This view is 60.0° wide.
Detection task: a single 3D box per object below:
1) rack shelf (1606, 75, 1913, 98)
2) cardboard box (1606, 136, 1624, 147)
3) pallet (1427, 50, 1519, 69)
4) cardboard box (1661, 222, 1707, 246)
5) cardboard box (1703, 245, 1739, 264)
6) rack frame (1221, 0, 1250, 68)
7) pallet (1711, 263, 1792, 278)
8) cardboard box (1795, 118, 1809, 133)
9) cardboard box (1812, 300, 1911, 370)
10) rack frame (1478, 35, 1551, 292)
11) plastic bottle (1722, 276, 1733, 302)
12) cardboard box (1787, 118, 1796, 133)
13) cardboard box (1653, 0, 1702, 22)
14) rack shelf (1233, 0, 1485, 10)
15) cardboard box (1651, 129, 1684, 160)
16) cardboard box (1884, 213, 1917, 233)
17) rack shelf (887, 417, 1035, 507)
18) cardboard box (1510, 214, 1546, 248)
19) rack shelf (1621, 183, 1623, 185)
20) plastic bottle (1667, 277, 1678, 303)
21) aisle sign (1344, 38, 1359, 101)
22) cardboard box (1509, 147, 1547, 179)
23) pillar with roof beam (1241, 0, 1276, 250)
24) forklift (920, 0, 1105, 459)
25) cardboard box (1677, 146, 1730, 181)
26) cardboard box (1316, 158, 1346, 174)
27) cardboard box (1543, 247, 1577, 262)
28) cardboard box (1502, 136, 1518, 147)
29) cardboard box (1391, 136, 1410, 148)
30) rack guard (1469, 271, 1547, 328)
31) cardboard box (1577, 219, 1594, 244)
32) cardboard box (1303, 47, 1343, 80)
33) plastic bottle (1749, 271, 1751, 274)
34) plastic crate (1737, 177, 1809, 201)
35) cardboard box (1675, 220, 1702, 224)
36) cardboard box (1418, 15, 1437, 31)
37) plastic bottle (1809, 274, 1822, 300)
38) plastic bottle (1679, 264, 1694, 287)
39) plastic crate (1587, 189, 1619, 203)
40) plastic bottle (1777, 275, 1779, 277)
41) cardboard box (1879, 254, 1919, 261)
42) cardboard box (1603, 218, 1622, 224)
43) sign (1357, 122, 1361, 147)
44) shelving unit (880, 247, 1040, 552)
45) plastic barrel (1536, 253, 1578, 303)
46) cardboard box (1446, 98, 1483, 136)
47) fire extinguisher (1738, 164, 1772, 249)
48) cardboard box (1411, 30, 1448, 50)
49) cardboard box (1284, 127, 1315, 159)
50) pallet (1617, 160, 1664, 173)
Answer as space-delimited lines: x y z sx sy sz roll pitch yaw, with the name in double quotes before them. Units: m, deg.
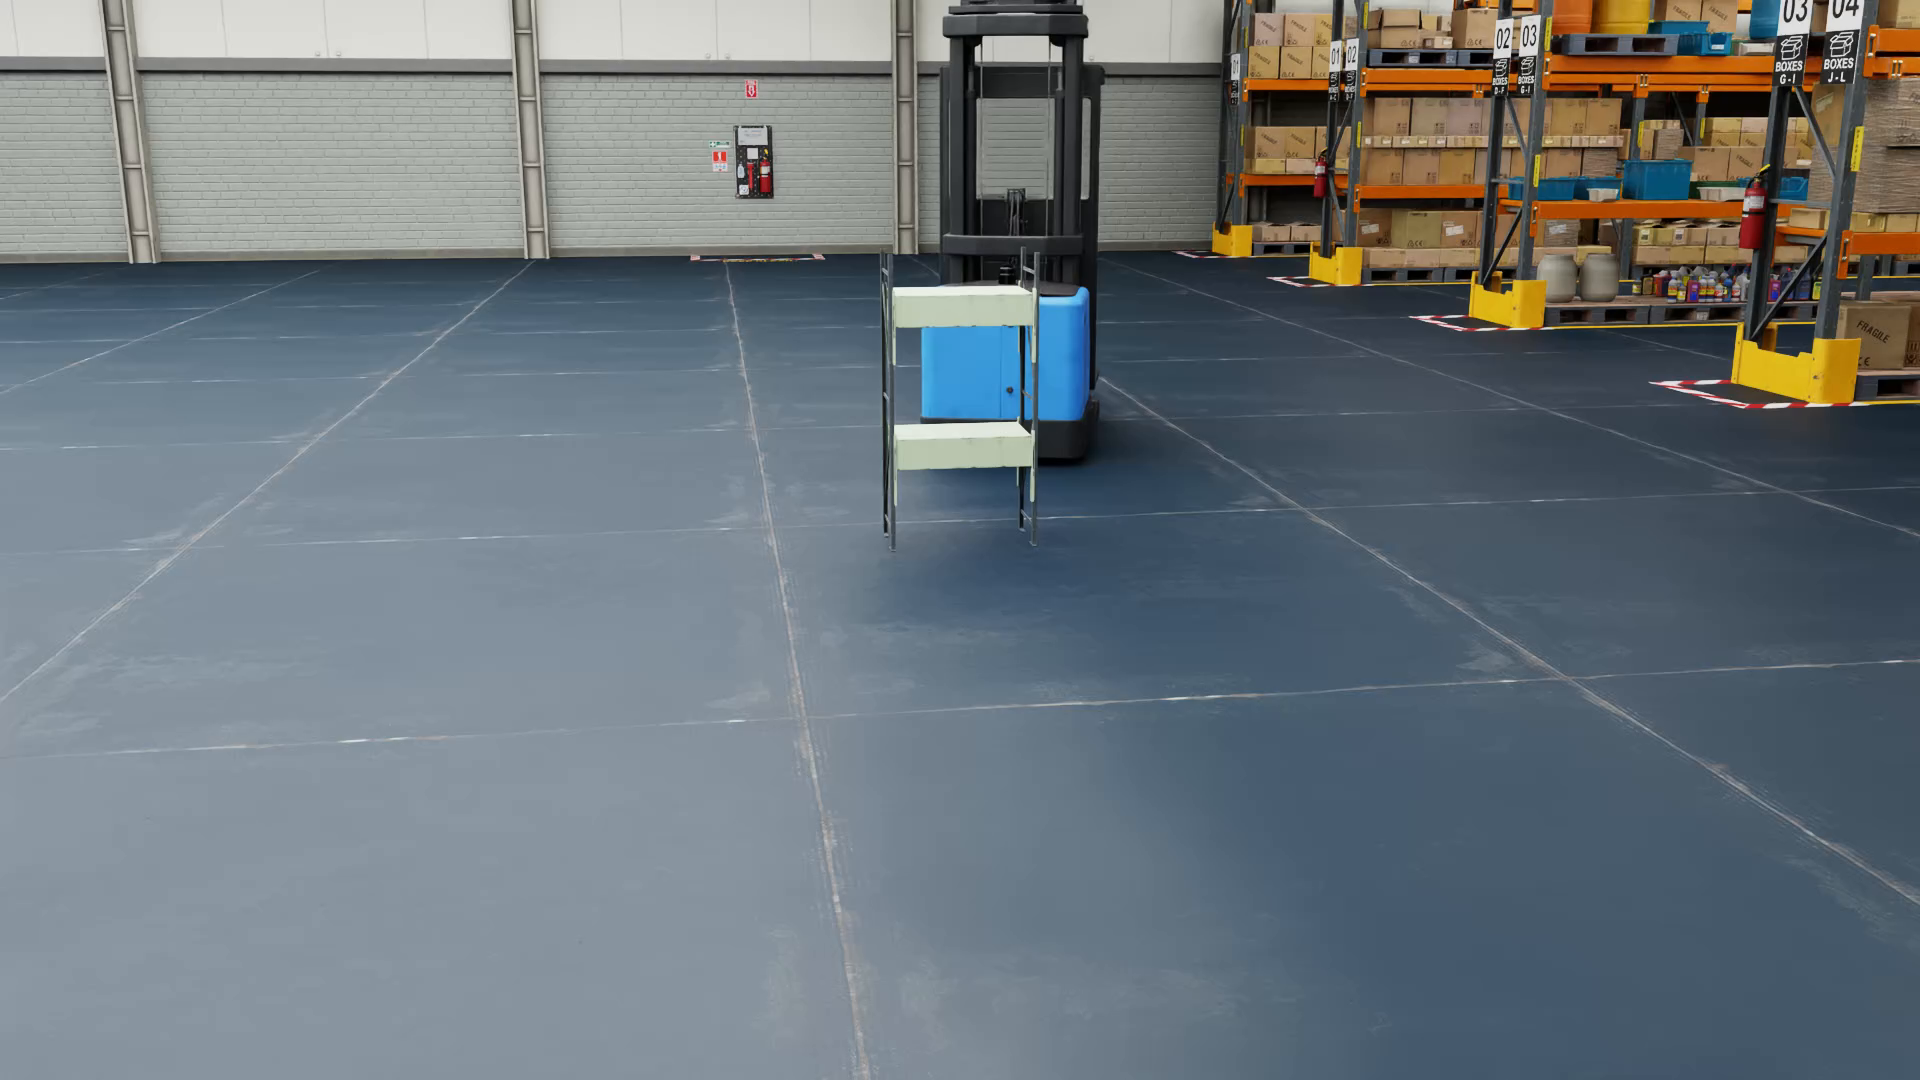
"rack shelf" 11.135 -6.363 23.241 4.000 0.370 1.077 -2 14 -8
"cardboard box" 8.920 -5.486 22.893 0.250 0.149 0.380 -2 14 -8
"pallet" 7.114 -6.516 22.554 1.213 0.211 1.003 -2 14 -8
"cardboard box" 10.098 -4.299 23.332 0.500 0.311 0.500 -2 14 -9
"cardboard box" 10.610 -4.047 23.483 0.500 0.250 0.500 -3 14 -10
"rack frame" 4.460 -9.141 26.672 0.127 3.000 1.000 -2 14 -8
"pallet" 11.089 -3.913 23.892 1.213 0.211 1.003 -2 14 -8
"cardboard box" 14.387 -7.100 28.468 0.500 0.250 0.500 -2 14 -9
"cardboard box" 7.294 -1.667 13.476 0.500 0.500 0.500 1 14 2
"rack frame" 5.936 -3.848 17.900 0.127 3.000 1.000 -2 14 -8
"plastic bottle" 8.413 -2.752 18.234 0.097 0.271 0.097 0 14 0
"cardboard box" 13.883 -7.080 28.389 0.500 0.250 0.500 -2 14 -8
"cardboard box" 9.773 -7.147 22.791 0.500 0.500 0.500 -2 14 -8
"rack shelf" 6.438 -8.863 27.049 4.000 0.370 1.077 -2 14 -8
"cardboard box" 11.907 -6.764 28.415 0.500 0.500 0.700 -4 15 -15
"cardboard box" 7.241 -2.492 13.010 0.250 0.149 0.380 -2 14 -8
"rack shelf" -0.007 -0.411 8.618 0.720 0.370 0.431 -2 14 -8
"cardboard box" 7.741 -4.315 23.008 0.500 0.500 0.500 -2 14 -8
"rack shelf" 11.135 -4.908 23.606 4.000 0.370 1.077 -2 14 -8
"plastic bottle" 7.775 -2.729 18.141 0.097 0.271 0.097 0 14 0
"aisle sign" 5.182 -6.225 22.032 0.004 0.787 0.394 -2 14 -8
"cardboard box" 7.702 -5.178 22.996 0.500 0.500 0.700 -2 14 -7
"pillar with roof beam" 5.664 -8.339 23.474 0.400 9.000 9.100 -2 14 -8
"forklift" 0.433 -2.243 11.642 1.130 2.935 3.031 2 14 7
"cardboard box" 10.440 -5.276 23.388 0.500 0.500 0.500 -1 14 -4
"cardboard box" 6.006 -6.149 27.340 0.500 0.250 0.500 -2 14 -9
"cardboard box" 8.235 -3.970 23.173 0.500 0.250 0.500 -2 14 -8
"cardboard box" 7.402 -5.430 22.670 0.250 0.149 0.380 -2 14 -6
"cardboard box" 5.882 -5.375 22.451 0.250 0.149 0.380 -2 14 -10
"rack guard" 6.004 -2.650 18.260 0.348 0.500 1.175 -2 14 -8
"cardboard box" 8.652 -4.477 23.655 0.500 0.500 0.500 -2 14 -8
"cardboard box" 5.877 -7.727 26.953 0.500 0.500 0.500 -1 14 -6
"plastic bottle" 9.053 -2.957 18.889 0.185 0.351 0.144 -2 14 -8
"plastic crate" 8.837 -3.816 18.075 0.616 0.251 0.499 -2 14 -8
"cardboard box" 10.522 -4.448 23.929 0.500 0.311 0.500 -2 14 -8
"cardboard box" 7.417 -8.268 27.056 0.500 0.500 0.500 -1 14 -5
"plastic bottle" 9.465 -2.792 18.369 0.133 0.283 0.061 -1 14 -5
"plastic bottle" 8.240 -2.963 18.912 0.185 0.351 0.144 -2 14 -6
"plastic crate" 6.869 -3.675 17.752 0.250 0.136 0.298 -2 14 -8
"plastic bottle" 9.410 -2.939 19.124 0.097 0.201 0.097 0 14 0
"cardboard box" 13.605 -4.278 23.849 0.500 0.500 0.500 -1 14 -6
"cardboard box" 11.140 -5.493 28.691 0.500 0.500 0.700 -2 14 -8
"sign" 5.278 -5.364 22.003 0.005 0.325 0.100 -2 14 -8
"shelving unit" -0.007 -0.727 8.538 0.755 1.500 0.431 -2 14 -8
"plastic barrel" 6.575 -2.887 18.319 0.421 0.512 0.421 0 14 0
"cardboard box" 6.735 -5.772 22.699 0.500 0.500 0.700 -2 14 -8
"fire extinguisher" 6.492 -2.726 13.584 0.183 0.674 0.296 -2 14 -8
"cardboard box" 6.301 -6.799 22.656 0.500 0.250 0.500 -2 14 -8
"cardboard box" 5.467 -6.492 27.169 0.500 0.500 0.500 -2 14 -8
"pallet" 11.682 -6.377 28.376 1.003 0.211 1.213 -2 14 -8
